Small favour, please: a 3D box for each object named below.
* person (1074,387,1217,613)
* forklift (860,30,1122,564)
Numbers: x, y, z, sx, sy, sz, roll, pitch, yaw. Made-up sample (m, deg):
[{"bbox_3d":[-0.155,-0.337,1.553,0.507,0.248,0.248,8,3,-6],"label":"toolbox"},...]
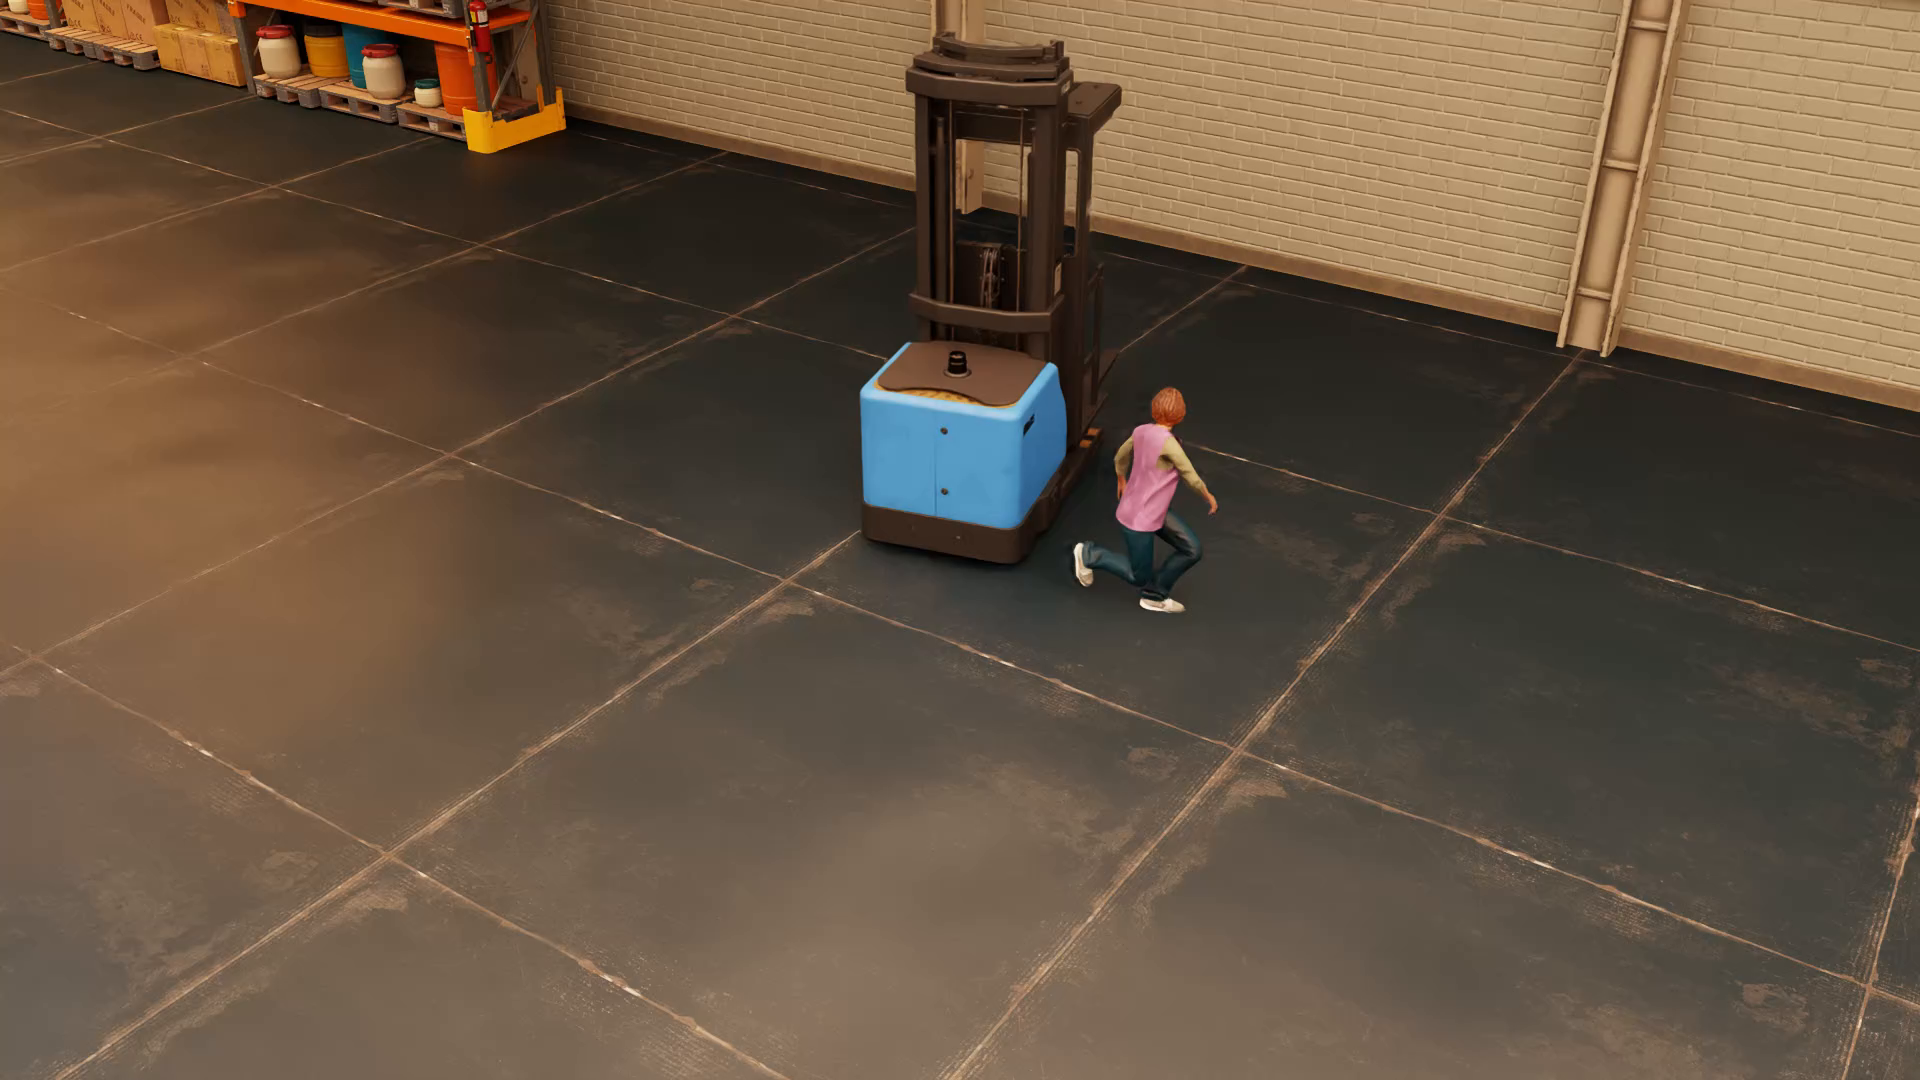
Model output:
[{"bbox_3d":[1.067,-0.224,9.556,0.811,1.385,0.539,7,31,12],"label":"person"},{"bbox_3d":[0.363,-1.850,10.768,1.130,2.935,3.031,10,32,17],"label":"forklift"}]
